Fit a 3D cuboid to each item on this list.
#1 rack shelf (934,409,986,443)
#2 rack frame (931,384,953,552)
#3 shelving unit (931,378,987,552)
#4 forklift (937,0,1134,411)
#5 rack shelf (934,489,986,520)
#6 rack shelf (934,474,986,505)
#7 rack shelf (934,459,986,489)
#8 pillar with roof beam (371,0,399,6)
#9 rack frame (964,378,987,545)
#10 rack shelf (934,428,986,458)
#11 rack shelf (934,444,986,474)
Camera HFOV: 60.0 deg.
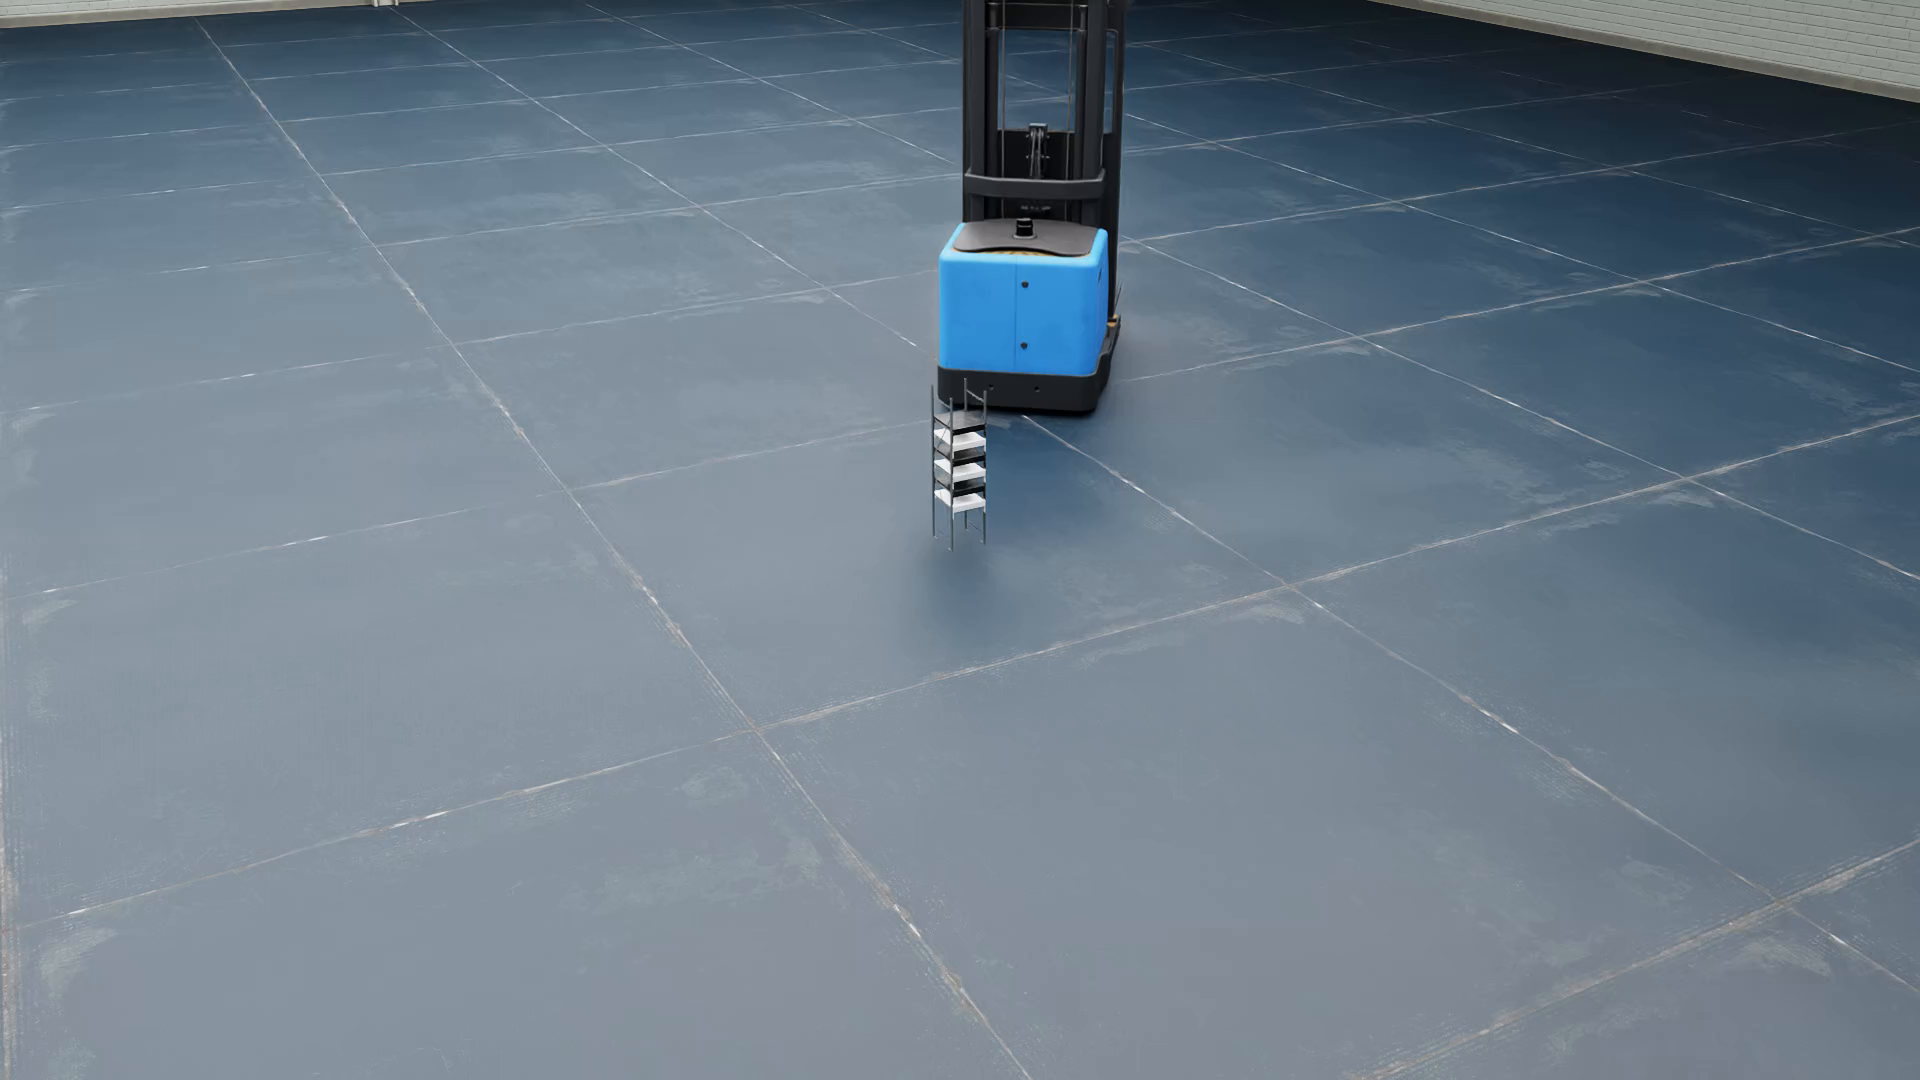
[{"bbox_3d":[-0.007,-0.617,8.949,0.200,0.077,0.258,-13,29,-25],"label":"rack shelf"},{"bbox_3d":[-0.097,-0.383,9.009,0.006,0.900,0.240,-13,29,-25],"label":"rack frame"},{"bbox_3d":[-0.007,-0.404,9.052,0.210,0.900,0.258,-13,29,-25],"label":"shelving unit"},{"bbox_3d":[0.600,-2.772,11.638,1.130,2.935,3.031,4,26,8],"label":"forklift"},{"bbox_3d":[-0.007,-0.212,9.144,0.200,0.077,0.258,-13,29,-25],"label":"rack shelf"},{"bbox_3d":[-0.007,-0.293,9.105,0.200,0.077,0.258,-13,29,-25],"label":"rack shelf"},{"bbox_3d":[-0.007,-0.374,9.066,0.200,0.077,0.258,-13,29,-25],"label":"rack shelf"},{"bbox_3d":[-7.691,-11.459,22.720,0.400,9.000,9.100,-13,29,-25],"label":"pillar with roof beam"},{"bbox_3d":[0.083,-0.425,9.095,0.006,0.900,0.240,-13,29,-25],"label":"rack frame"},{"bbox_3d":[-0.007,-0.536,8.988,0.200,0.077,0.258,-13,29,-25],"label":"rack shelf"},{"bbox_3d":[-0.007,-0.455,9.027,0.200,0.077,0.258,-13,29,-25],"label":"rack shelf"}]
